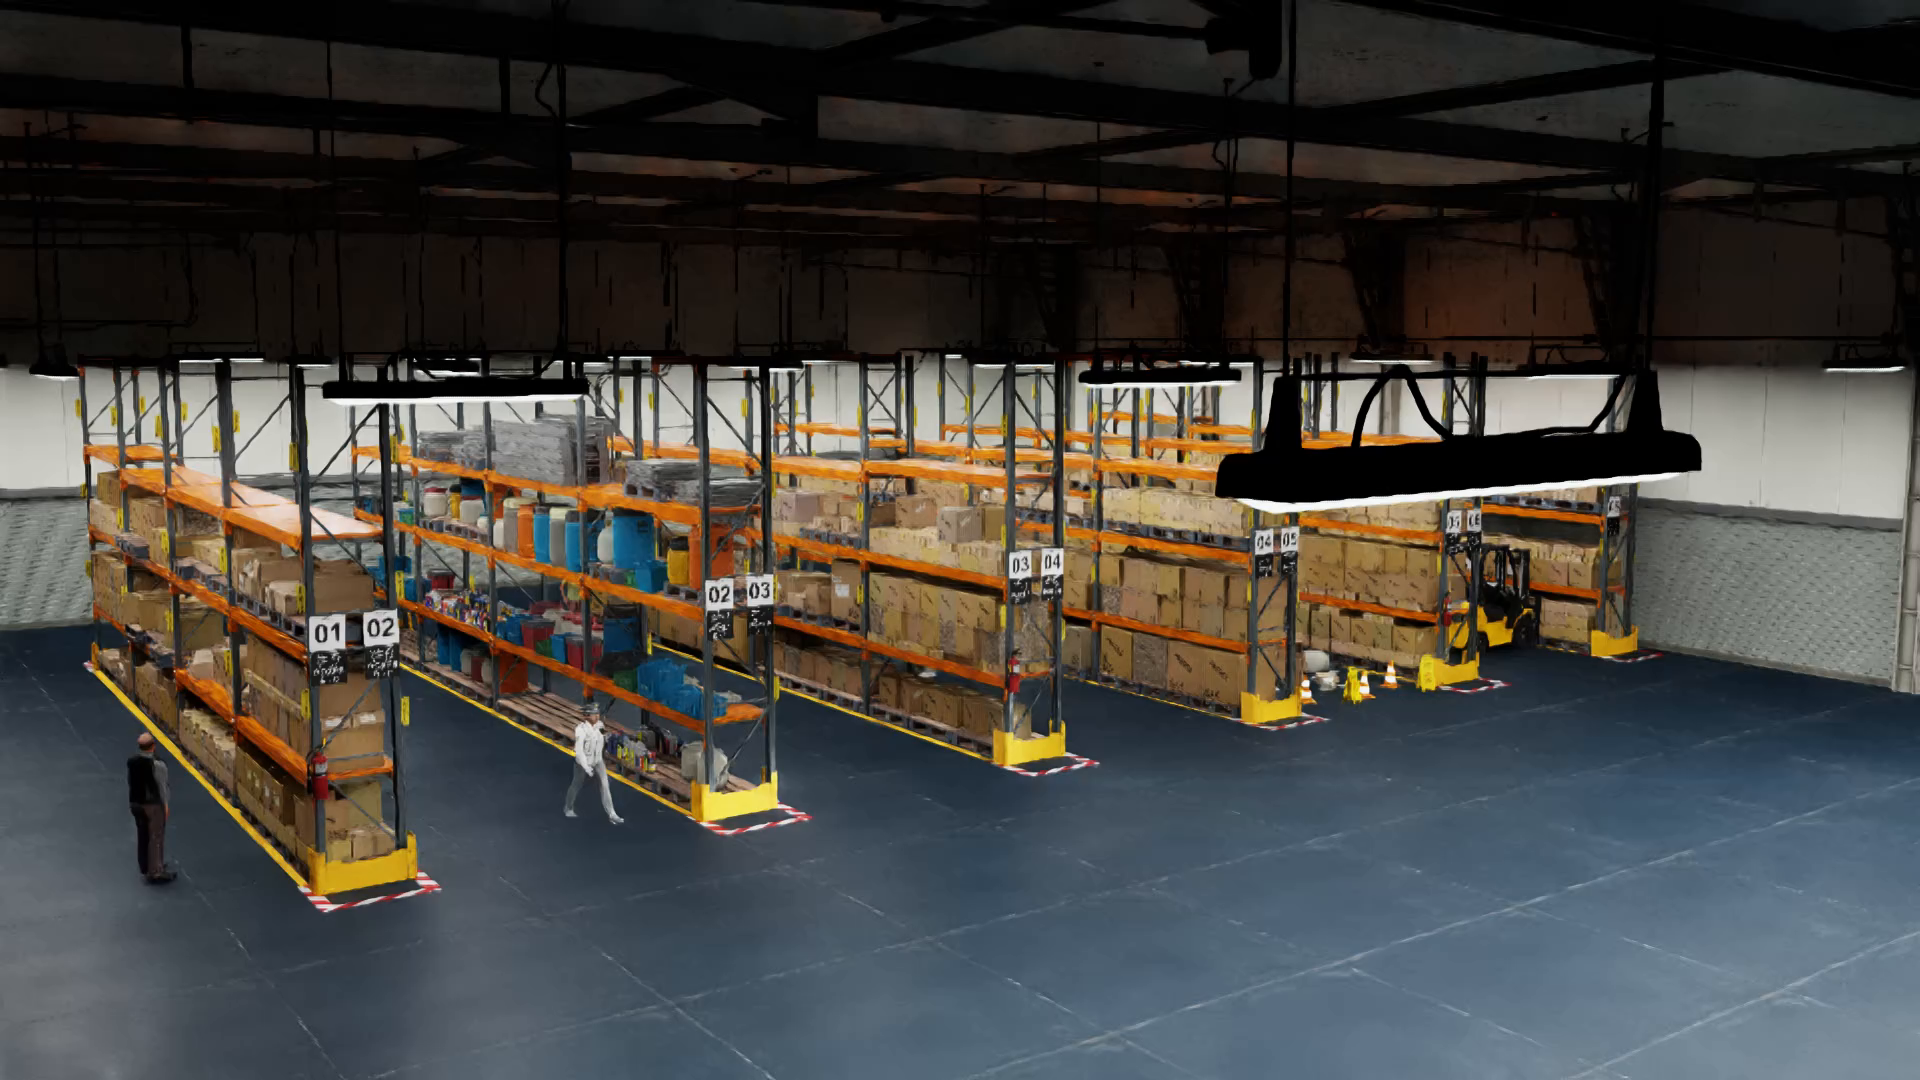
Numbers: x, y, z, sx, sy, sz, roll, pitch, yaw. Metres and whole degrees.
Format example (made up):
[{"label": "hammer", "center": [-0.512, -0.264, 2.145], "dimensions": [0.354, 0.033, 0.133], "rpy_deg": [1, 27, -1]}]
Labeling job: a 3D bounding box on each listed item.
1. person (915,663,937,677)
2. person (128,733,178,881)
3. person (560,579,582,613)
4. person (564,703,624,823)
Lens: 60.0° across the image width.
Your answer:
[{"label": "person", "center": [-0.725, 1.707, 31.175], "dimensions": [0.556, 1.681, 0.617], "rpy_deg": [-1, 7, -7]}, {"label": "person", "center": [-9.465, 3.103, 19.512], "dimensions": [0.586, 1.730, 0.448], "rpy_deg": [3, 8, 23]}, {"label": "person", "center": [-8.190, 1.258, 35.317], "dimensions": [0.598, 1.619, 0.507], "rpy_deg": [-5, 9, -37]}, {"label": "person", "center": [-4.833, 2.888, 21.731], "dimensions": [0.511, 1.598, 1.058], "rpy_deg": [-7, 10, -44]}]
